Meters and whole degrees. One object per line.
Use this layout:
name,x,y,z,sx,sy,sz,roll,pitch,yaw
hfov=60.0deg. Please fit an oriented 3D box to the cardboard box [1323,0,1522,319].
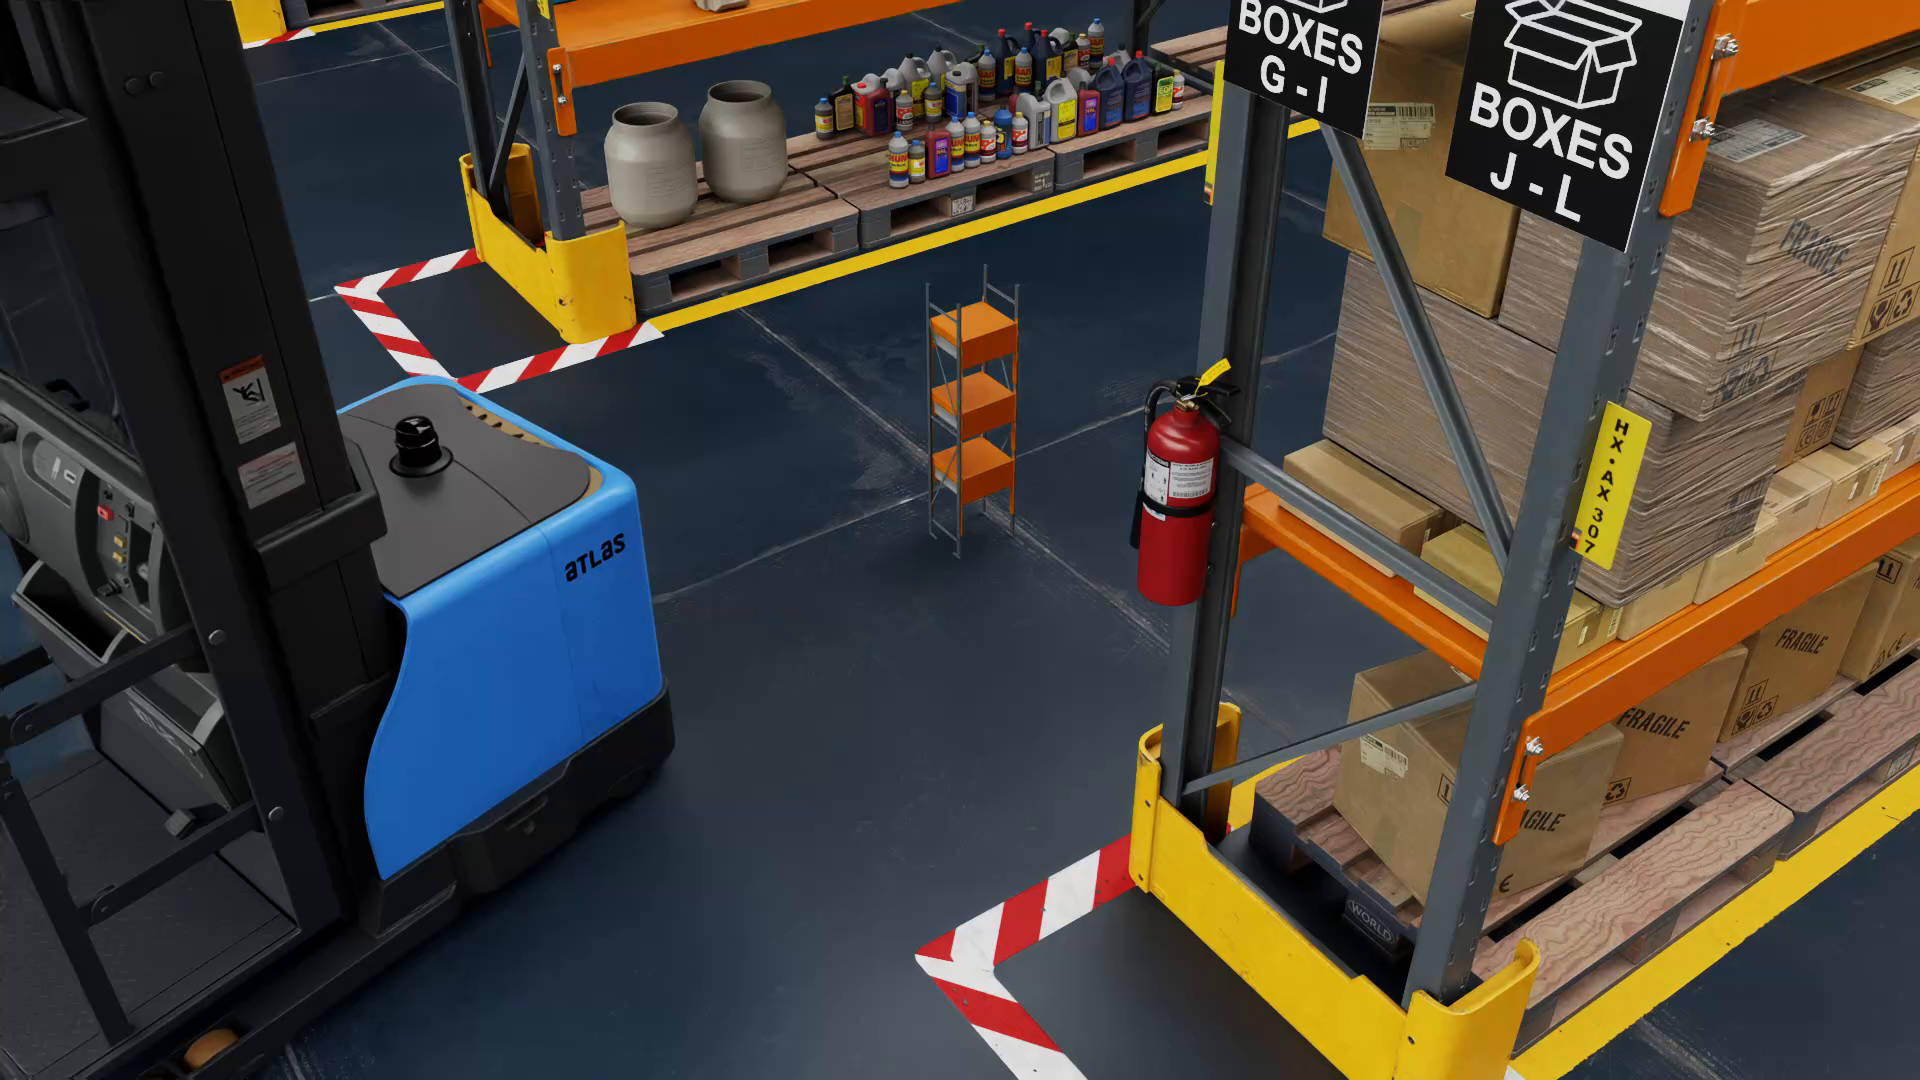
cardboard box,1.192,-0.876,3.703,0.500,0.500,0.500,-22,41,-28

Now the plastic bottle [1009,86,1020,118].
plastic bottle,0.323,-2.262,8.775,0.133,0.283,0.061,-22,41,-28

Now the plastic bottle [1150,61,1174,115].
plastic bottle,1.098,-2.472,9.068,0.133,0.283,0.061,-20,40,-26

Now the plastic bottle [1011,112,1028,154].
plastic bottle,0.304,-2.125,8.656,0.097,0.201,0.097,0,36,0

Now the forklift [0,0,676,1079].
forklift,-2.225,-0.012,3.757,1.130,2.935,3.031,26,43,31

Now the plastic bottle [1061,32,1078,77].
plastic bottle,0.602,-2.721,9.414,0.133,0.283,0.061,-22,41,-28

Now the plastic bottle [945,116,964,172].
plastic bottle,-0.026,-2.017,8.446,0.097,0.271,0.097,0,36,0

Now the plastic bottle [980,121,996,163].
plastic bottle,0.136,-2.056,8.559,0.097,0.201,0.097,0,36,0

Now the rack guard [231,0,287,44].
rack guard,-4.838,-3.712,10.984,0.348,0.500,1.175,-22,41,-28

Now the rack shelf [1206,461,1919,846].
rack shelf,2.520,-0.387,4.835,4.000,0.370,1.077,-22,41,-28

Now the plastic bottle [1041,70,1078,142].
plastic bottle,0.520,-2.291,8.759,0.185,0.351,0.144,-23,41,-28

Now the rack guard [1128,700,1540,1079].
rack guard,0.947,0.983,4.455,0.348,0.500,1.175,-22,41,-28

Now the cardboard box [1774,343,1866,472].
cardboard box,1.690,-0.565,4.126,0.500,0.500,0.875,-22,41,-28

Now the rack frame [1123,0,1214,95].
rack frame,1.301,-3.715,8.847,0.127,3.000,1.000,-22,41,-28

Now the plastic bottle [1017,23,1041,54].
plastic bottle,0.403,-2.745,9.390,0.185,0.351,0.144,-21,41,-27

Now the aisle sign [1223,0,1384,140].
aisle sign,0.662,-1.184,3.101,0.004,0.787,0.394,-22,41,-28

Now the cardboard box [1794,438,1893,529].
cardboard box,2.085,-0.213,4.192,0.250,0.149,0.380,-22,41,-28

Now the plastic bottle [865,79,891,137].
plastic bottle,-0.436,-2.294,8.820,0.133,0.283,0.061,-22,41,-28

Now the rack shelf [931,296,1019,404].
rack shelf,0.044,-0.666,5.809,0.240,0.259,0.215,-22,41,-28

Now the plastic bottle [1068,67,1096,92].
plastic bottle,0.678,-2.432,9.018,0.135,0.276,0.152,-22,41,-28

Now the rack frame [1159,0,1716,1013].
rack frame,0.885,-0.006,3.690,0.127,3.000,1.000,-22,41,-28

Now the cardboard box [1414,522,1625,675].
cardboard box,1.255,0.114,3.738,0.250,0.149,0.380,-22,41,-28

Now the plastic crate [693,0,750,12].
plastic crate,-1.051,-2.410,7.258,0.250,0.136,0.298,-22,41,-28

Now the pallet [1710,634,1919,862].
pallet,2.628,0.436,5.463,1.213,0.211,1.003,-22,41,-28

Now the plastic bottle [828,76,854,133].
plastic bottle,-0.634,-2.321,8.858,0.133,0.283,0.061,-21,41,-27

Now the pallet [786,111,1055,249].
pallet,-0.270,-1.965,8.801,1.213,0.211,1.003,-22,41,-28

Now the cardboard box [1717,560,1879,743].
cardboard box,2.397,0.217,5.160,0.500,0.500,0.500,-18,40,-24

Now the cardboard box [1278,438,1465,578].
cardboard box,0.999,-0.099,4.033,0.250,0.149,0.380,-22,41,-28

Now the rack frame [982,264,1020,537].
rack frame,0.143,-0.485,6.026,0.008,1.050,0.200,-22,41,-28

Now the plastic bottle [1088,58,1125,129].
plastic bottle,0.784,-2.400,8.910,0.185,0.351,0.144,-25,42,-30

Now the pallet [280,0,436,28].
pallet,-4.218,-3.881,11.465,1.213,0.211,1.003,-22,41,-28

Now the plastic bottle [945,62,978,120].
plastic bottle,0.007,-2.446,9.038,0.135,0.276,0.152,-22,41,-28

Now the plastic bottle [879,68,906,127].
plastic bottle,-0.384,-2.388,8.958,0.135,0.276,0.152,-24,42,-29

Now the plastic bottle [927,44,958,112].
plastic bottle,-0.099,-2.539,9.103,0.185,0.351,0.144,-23,42,-28

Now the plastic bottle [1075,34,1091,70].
plastic bottle,0.705,-2.826,9.630,0.097,0.201,0.097,0,36,0

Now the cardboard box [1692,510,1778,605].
cardboard box,1.684,-0.038,3.949,0.250,0.149,0.380,-22,41,-28

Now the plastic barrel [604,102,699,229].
plastic barrel,-1.474,-1.788,7.939,0.421,0.512,0.421,0,36,0

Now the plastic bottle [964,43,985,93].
plastic bottle,0.089,-2.619,9.272,0.133,0.283,0.061,-20,40,-26

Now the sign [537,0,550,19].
sign,-1.655,-2.218,6.528,0.005,0.325,0.100,-22,41,-28

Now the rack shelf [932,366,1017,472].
rack shelf,0.044,-0.436,5.975,0.240,0.259,0.215,-22,41,-28

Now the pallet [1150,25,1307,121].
pallet,1.921,-2.866,10.054,1.213,0.211,1.003,-22,41,-28

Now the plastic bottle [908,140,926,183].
plastic bottle,-0.222,-1.909,8.354,0.097,0.201,0.097,0,36,0

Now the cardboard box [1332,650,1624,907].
cardboard box,1.405,0.636,4.578,0.500,0.500,0.500,-15,38,-20

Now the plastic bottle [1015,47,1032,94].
plastic bottle,0.354,-2.607,9.265,0.097,0.271,0.097,0,36,0

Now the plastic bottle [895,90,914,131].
plastic bottle,-0.297,-2.305,8.905,0.097,0.201,0.097,0,36,0

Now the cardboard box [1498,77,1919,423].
cardboard box,1.492,-0.628,3.358,0.500,0.500,0.500,-22,41,-28

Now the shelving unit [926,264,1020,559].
shelving unit,0.044,-0.444,5.968,0.252,1.050,0.215,-22,41,-28
